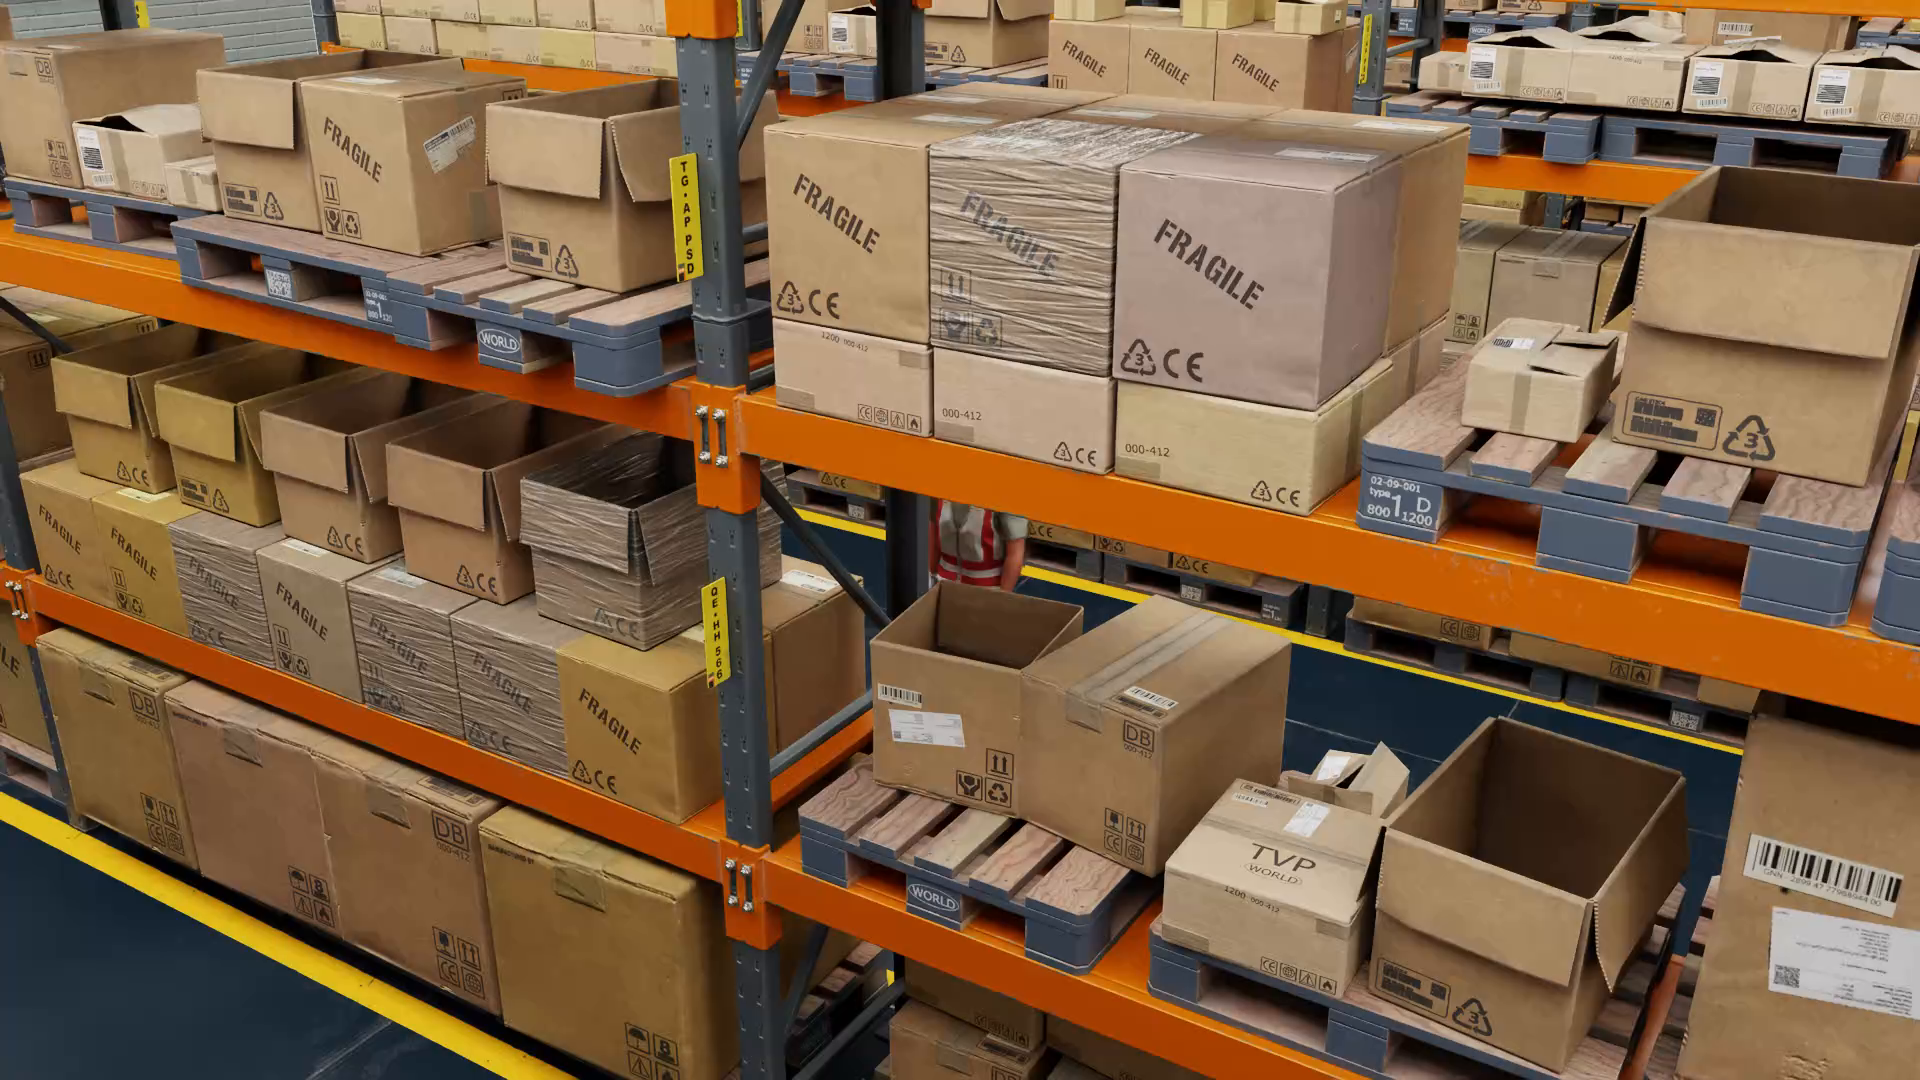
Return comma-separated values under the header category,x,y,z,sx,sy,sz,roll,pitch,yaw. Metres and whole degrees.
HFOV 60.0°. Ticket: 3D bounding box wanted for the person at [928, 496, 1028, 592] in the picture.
category,x,y,z,sx,sy,sz,roll,pitch,yaw
person,0.055,0.257,8.042,0.547,1.724,0.477,14,27,30
